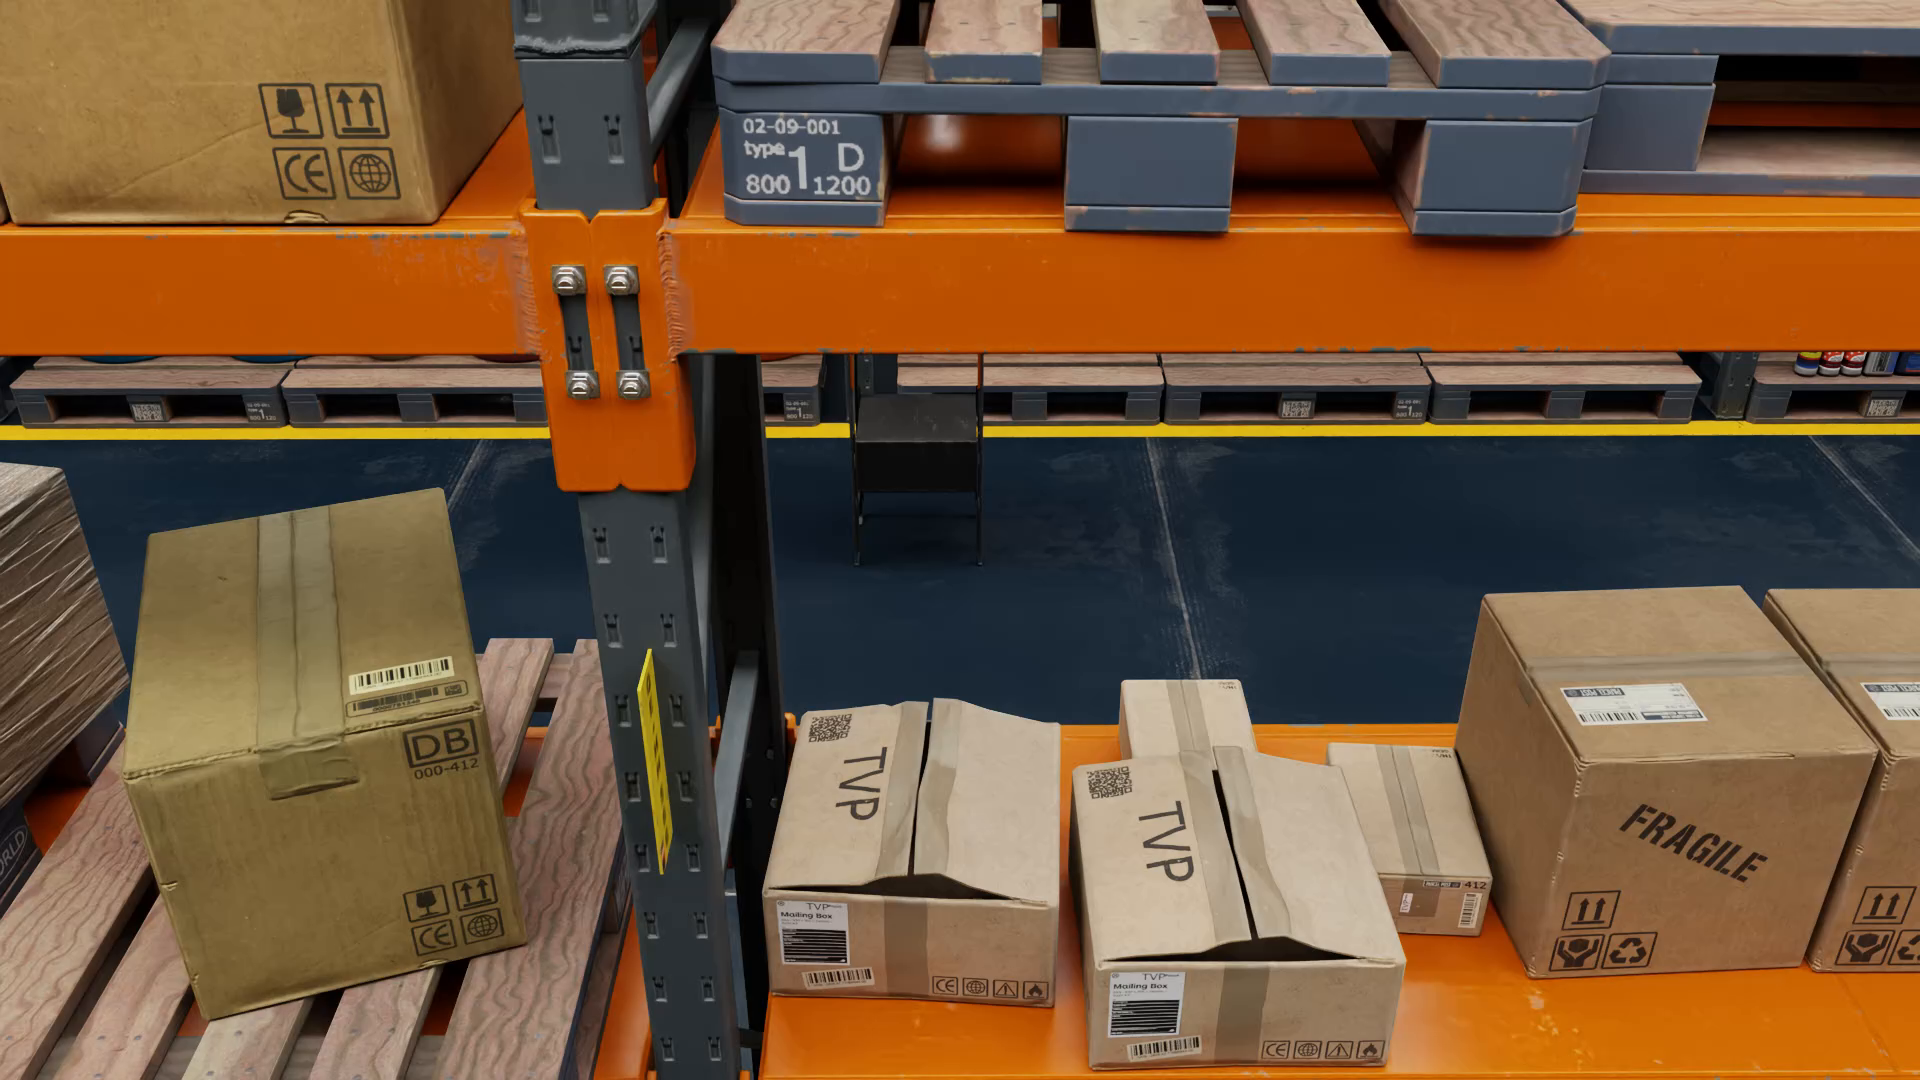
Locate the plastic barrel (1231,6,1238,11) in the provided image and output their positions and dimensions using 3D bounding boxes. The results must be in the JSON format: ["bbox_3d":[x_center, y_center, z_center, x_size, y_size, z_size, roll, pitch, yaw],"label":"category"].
[{"bbox_3d":[1.415,-2.258,7.448,0.433,0.535,0.433,0,31,0],"label":"plastic barrel"}]

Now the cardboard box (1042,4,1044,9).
[{"bbox_3d":[0.734,-3.789,12.089,0.500,0.500,0.700,-3,31,-4],"label":"cardboard box"}]

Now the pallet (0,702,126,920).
[{"bbox_3d":[-2.379,0.580,3.087,1.213,0.211,1.003,0,31,0],"label":"pallet"}]

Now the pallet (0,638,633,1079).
[{"bbox_3d":[-1.111,0.610,3.038,1.003,0.211,1.213,0,31,0],"label":"pallet"}]

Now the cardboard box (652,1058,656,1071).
[{"bbox_3d":[-0.891,1.223,3.828,0.500,0.500,0.500,1,31,2],"label":"cardboard box"}]

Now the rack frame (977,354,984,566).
[{"bbox_3d":[0.078,-0.898,6.206,0.015,2.100,0.400,0,31,0],"label":"rack frame"}]

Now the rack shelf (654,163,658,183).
[{"bbox_3d":[-2.460,-1.766,7.463,4.000,0.370,1.077,0,31,0],"label":"rack shelf"}]

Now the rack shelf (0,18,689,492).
[{"bbox_3d":[-2.434,-0.479,2.450,4.000,0.370,1.077,0,31,0],"label":"rack shelf"}]

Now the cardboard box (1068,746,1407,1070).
[{"bbox_3d":[0.461,0.625,2.914,0.500,0.311,0.500,-1,31,-1],"label":"cardboard box"}]

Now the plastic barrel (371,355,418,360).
[{"bbox_3d":[-2.643,-1.134,7.721,0.421,0.512,0.421,0,31,0],"label":"plastic barrel"}]

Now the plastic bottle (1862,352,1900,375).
[{"bbox_3d":[4.184,-0.905,7.551,0.135,0.276,0.152,1,31,2],"label":"plastic bottle"}]

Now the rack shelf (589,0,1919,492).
[{"bbox_3d":[1.566,-0.492,2.470,4.000,0.370,1.077,0,31,0],"label":"rack shelf"}]

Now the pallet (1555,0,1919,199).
[{"bbox_3d":[1.362,-0.766,2.411,1.213,0.211,1.003,1,31,2],"label":"pallet"}]

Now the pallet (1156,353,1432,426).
[{"bbox_3d":[1.532,-0.872,7.984,1.213,0.211,1.003,0,31,0],"label":"pallet"}]

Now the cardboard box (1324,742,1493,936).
[{"bbox_3d":[0.841,0.564,3.171,0.250,0.149,0.380,2,31,3],"label":"cardboard box"}]

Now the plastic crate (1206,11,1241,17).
[{"bbox_3d":[1.158,-1.954,7.017,0.583,0.464,0.402,0,31,0],"label":"plastic crate"}]

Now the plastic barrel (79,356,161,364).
[{"bbox_3d":[-3.916,-1.343,7.689,0.708,0.901,0.600,0,31,0],"label":"plastic barrel"}]

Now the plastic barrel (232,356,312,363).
[{"bbox_3d":[-3.208,-1.345,7.693,0.708,0.901,0.600,0,31,0],"label":"plastic barrel"}]

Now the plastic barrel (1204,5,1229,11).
[{"bbox_3d":[0.988,-2.243,7.447,0.421,0.512,0.421,0,31,0],"label":"plastic barrel"}]

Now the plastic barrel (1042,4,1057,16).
[{"bbox_3d":[0.567,-2.242,7.445,0.421,0.512,0.421,0,31,0],"label":"plastic barrel"}]

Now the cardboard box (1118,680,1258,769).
[{"bbox_3d":[0.464,0.451,3.358,0.250,0.149,0.380,0,31,0],"label":"cardboard box"}]

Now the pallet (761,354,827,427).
[{"bbox_3d":[-1.248,-0.864,7.970,1.213,0.211,1.003,0,31,0],"label":"pallet"}]

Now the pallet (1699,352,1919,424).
[{"bbox_3d":[4.212,-0.881,7.998,1.213,0.211,1.003,0,31,0],"label":"pallet"}]

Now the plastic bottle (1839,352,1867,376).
[{"bbox_3d":[4.064,-0.858,7.547,0.097,0.201,0.097,0,31,0],"label":"plastic bottle"}]

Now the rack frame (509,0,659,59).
[{"bbox_3d":[-0.434,-2.075,1.495,0.127,3.000,1.000,0,31,0],"label":"rack frame"}]

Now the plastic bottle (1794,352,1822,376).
[{"bbox_3d":[3.861,-0.888,7.527,0.097,0.271,0.097,0,31,0],"label":"plastic bottle"}]

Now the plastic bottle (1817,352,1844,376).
[{"bbox_3d":[3.963,-0.858,7.546,0.097,0.201,0.097,0,31,0],"label":"plastic bottle"}]

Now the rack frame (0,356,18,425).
[{"bbox_3d":[-4.460,-2.067,7.266,0.127,3.000,1.000,0,31,0],"label":"rack frame"}]

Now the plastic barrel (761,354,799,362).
[{"bbox_3d":[-0.949,-1.321,7.723,0.708,0.830,0.600,0,31,0],"label":"plastic barrel"}]

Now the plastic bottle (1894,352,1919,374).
[{"bbox_3d":[4.349,-0.935,7.529,0.185,0.351,0.144,1,31,1],"label":"plastic bottle"}]

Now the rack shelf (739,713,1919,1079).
[{"bbox_3d":[1.566,0.791,3.249,4.000,0.370,1.077,0,31,0],"label":"rack shelf"}]

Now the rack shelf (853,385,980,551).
[{"bbox_3d":[-0.166,-0.287,6.575,0.480,0.518,0.431,0,31,0],"label":"rack shelf"}]

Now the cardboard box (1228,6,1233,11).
[{"bbox_3d":[1.859,-3.797,12.101,0.500,0.500,0.700,-3,31,-5],"label":"cardboard box"}]

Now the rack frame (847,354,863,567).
[{"bbox_3d":[-0.410,-0.896,6.203,0.015,2.100,0.400,0,31,0],"label":"rack frame"}]

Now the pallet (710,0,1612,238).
[{"bbox_3d":[0.244,-0.761,2.402,1.003,0.211,1.213,1,31,2],"label":"pallet"}]

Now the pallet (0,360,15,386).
[{"bbox_3d":[-5.195,-0.853,7.952,1.213,0.211,1.003,0,31,0],"label":"pallet"}]

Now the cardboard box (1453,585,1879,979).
[{"bbox_3d":[1.244,0.433,3.048,0.500,0.500,0.500,-2,31,-3],"label":"cardboard box"}]

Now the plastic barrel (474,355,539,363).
[{"bbox_3d":[-2.079,-1.215,7.780,0.708,0.588,0.600,0,31,0],"label":"plastic barrel"}]

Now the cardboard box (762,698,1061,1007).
[{"bbox_3d":[-0.070,0.549,3.039,0.500,0.311,0.500,2,31,3],"label":"cardboard box"}]

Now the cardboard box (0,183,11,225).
[{"bbox_3d":[-1.380,-0.815,2.214,0.500,0.500,0.910,0,31,0],"label":"cardboard box"}]

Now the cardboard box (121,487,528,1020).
[{"bbox_3d":[-1.063,0.328,2.817,0.500,0.500,0.700,-11,33,-17],"label":"cardboard box"}]

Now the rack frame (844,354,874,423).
[{"bbox_3d":[-0.460,-2.080,7.286,0.127,3.000,1.000,0,31,0],"label":"rack frame"}]

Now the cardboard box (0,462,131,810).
[{"bbox_3d":[-1.979,0.231,2.976,0.500,0.500,0.700,6,32,9],"label":"cardboard box"}]

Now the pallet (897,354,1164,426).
[{"bbox_3d":[0.315,-0.870,7.981,1.213,0.211,1.003,0,31,0],"label":"pallet"}]

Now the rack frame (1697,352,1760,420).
[{"bbox_3d":[3.540,-2.092,7.307,0.127,3.000,1.000,0,31,0],"label":"rack frame"}]

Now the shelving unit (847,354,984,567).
[{"bbox_3d":[-0.166,-0.897,6.204,0.503,2.100,0.431,0,31,0],"label":"shelving unit"}]

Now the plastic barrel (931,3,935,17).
[{"bbox_3d":[0.002,-2.297,7.513,0.708,0.536,0.600,0,31,0],"label":"plastic barrel"}]

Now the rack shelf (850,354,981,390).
[{"bbox_3d":[-0.166,-0.886,6.212,0.480,0.518,0.431,0,31,0],"label":"rack shelf"}]

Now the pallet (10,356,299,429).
[{"bbox_3d":[-3.688,-0.856,7.957,1.213,0.211,1.003,0,31,0],"label":"pallet"}]

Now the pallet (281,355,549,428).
[{"bbox_3d":[-2.465,-0.861,7.966,1.213,0.211,1.003,0,31,0],"label":"pallet"}]

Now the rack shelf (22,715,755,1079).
[{"bbox_3d":[-2.434,0.803,3.228,4.000,0.370,1.077,0,31,0],"label":"rack shelf"}]

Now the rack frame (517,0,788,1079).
[{"bbox_3d":[-0.434,0.489,3.052,0.127,3.000,1.000,0,31,0],"label":"rack frame"}]

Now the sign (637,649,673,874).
[{"bbox_3d":[-0.421,0.310,2.308,0.005,0.325,0.100,0,31,0],"label":"sign"}]

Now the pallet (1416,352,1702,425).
[{"bbox_3d":[2.755,-0.878,7.993,1.213,0.211,1.003,0,31,0],"label":"pallet"}]

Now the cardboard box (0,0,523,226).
[{"bbox_3d":[-0.870,-0.817,2.217,0.500,0.500,0.910,0,31,0],"label":"cardboard box"}]

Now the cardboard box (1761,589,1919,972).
[{"bbox_3d":[1.770,0.431,3.051,0.500,0.500,0.500,0,31,0],"label":"cardboard box"}]
